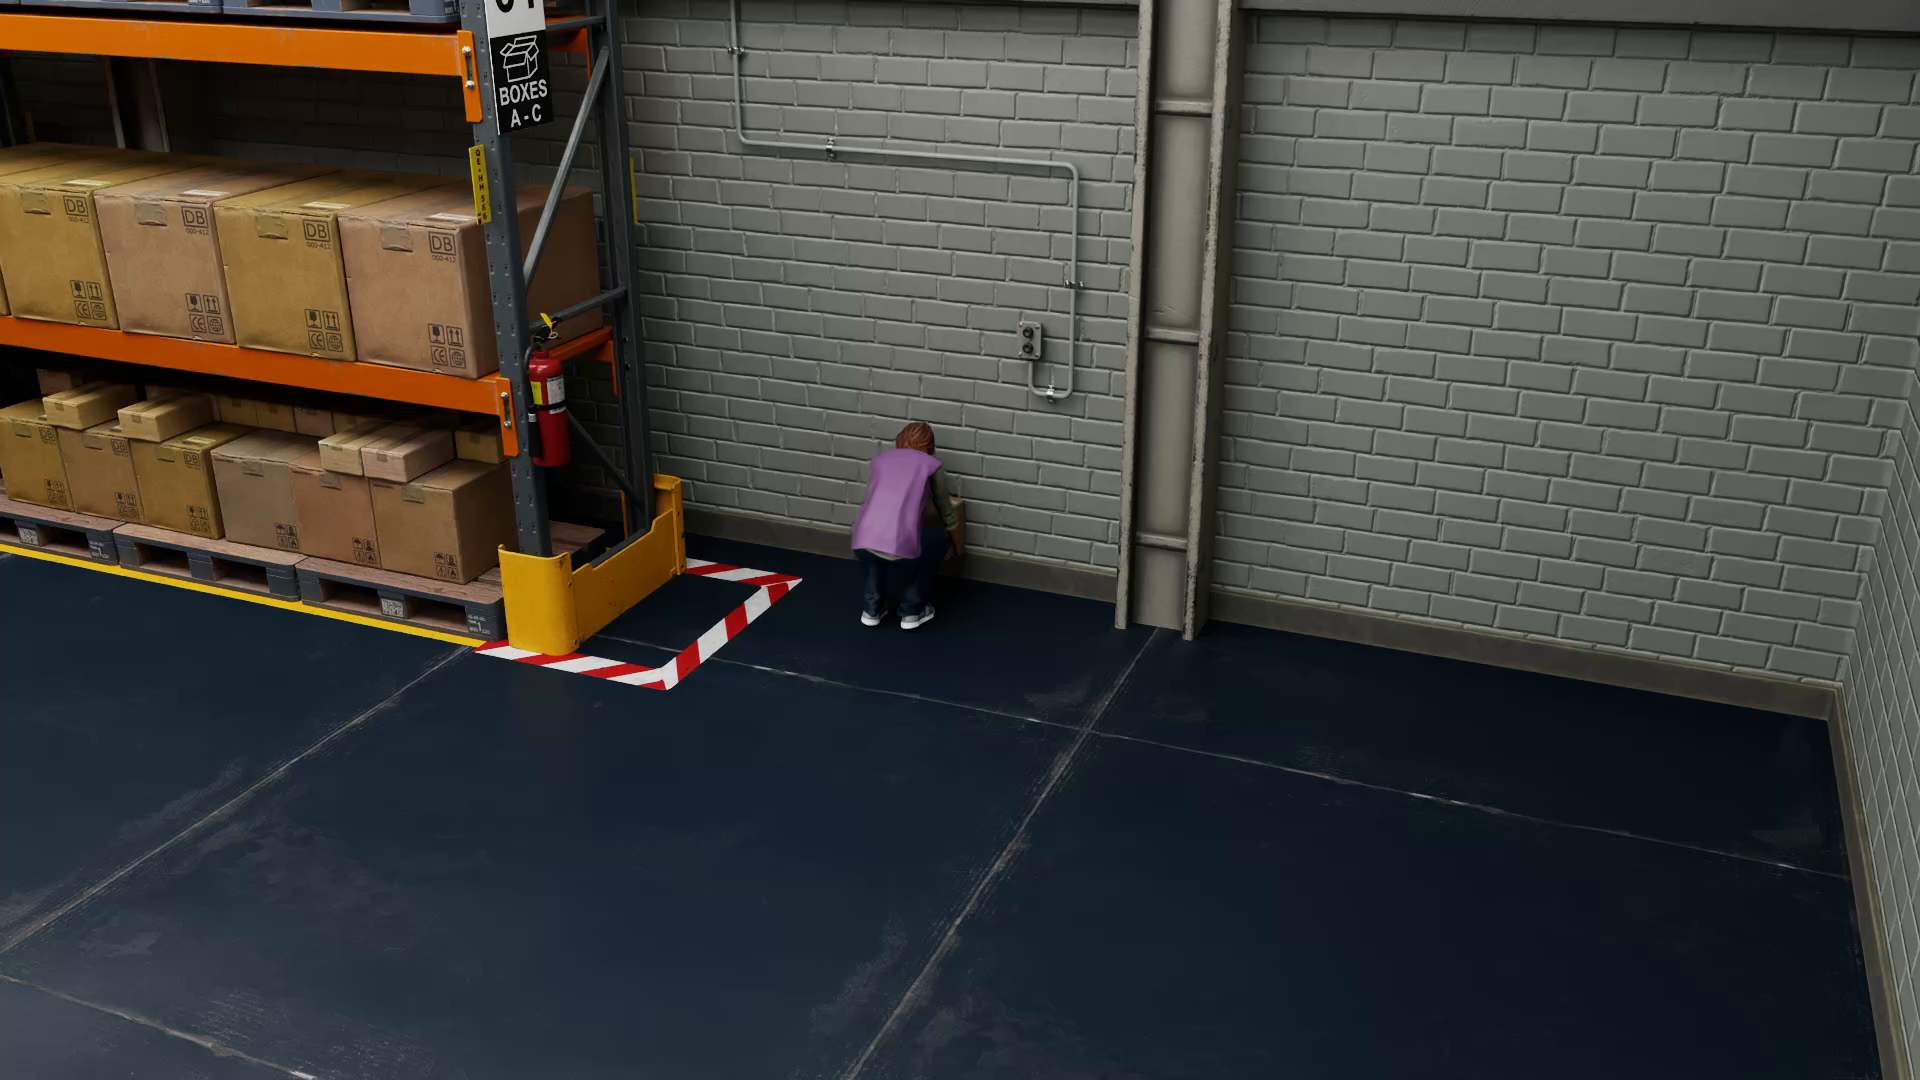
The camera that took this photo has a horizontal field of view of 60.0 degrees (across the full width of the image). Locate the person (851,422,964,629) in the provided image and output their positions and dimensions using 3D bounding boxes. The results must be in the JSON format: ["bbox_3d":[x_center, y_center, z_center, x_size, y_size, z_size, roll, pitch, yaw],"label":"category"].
[{"bbox_3d":[-0.269,-0.060,8.155,0.416,0.906,0.838,8,24,19],"label":"person"}]
